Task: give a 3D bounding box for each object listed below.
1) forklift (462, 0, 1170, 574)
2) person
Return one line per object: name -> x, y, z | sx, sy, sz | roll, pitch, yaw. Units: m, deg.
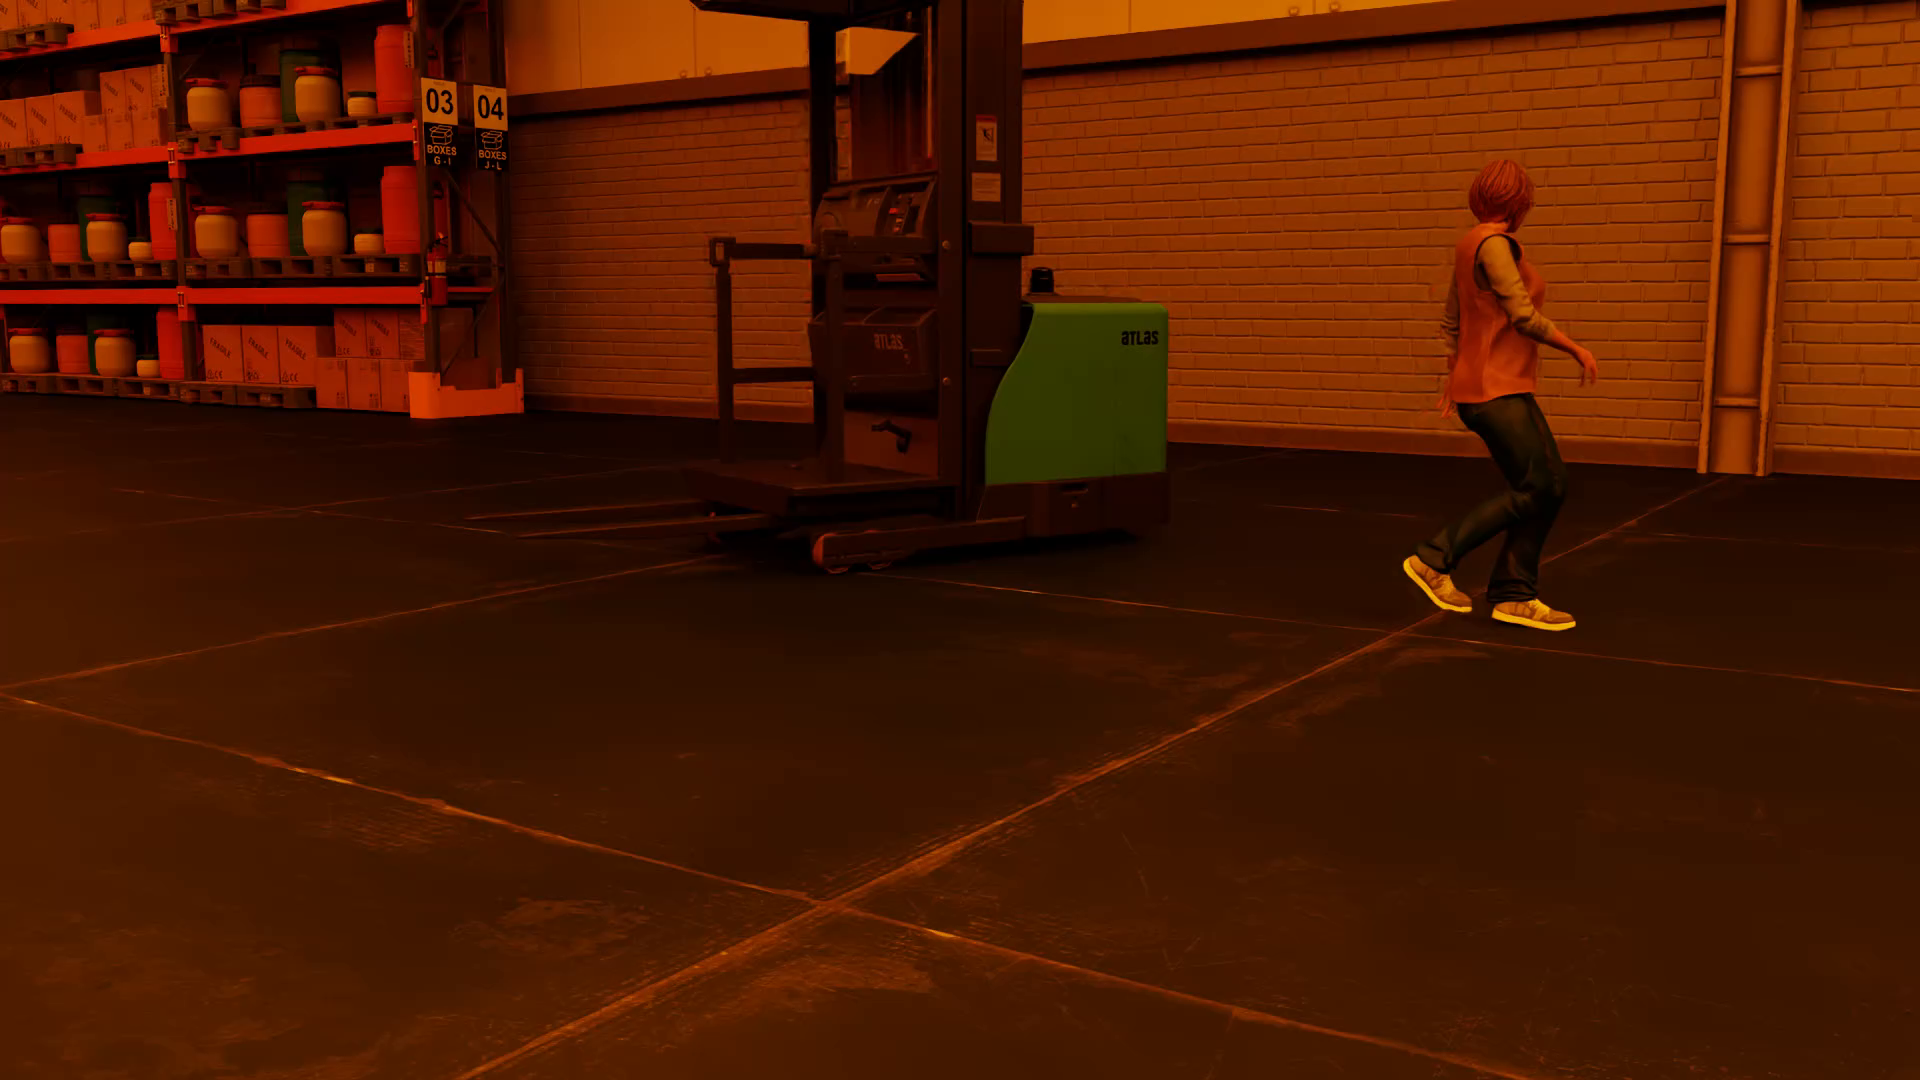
forklift -> -0.549, -1.399, 7.034 | 3.031, 2.935, 1.130 | -5, 10, -33
person -> 1.812, -0.477, 5.542 | 0.579, 1.540, 0.563 | 3, 9, 22
